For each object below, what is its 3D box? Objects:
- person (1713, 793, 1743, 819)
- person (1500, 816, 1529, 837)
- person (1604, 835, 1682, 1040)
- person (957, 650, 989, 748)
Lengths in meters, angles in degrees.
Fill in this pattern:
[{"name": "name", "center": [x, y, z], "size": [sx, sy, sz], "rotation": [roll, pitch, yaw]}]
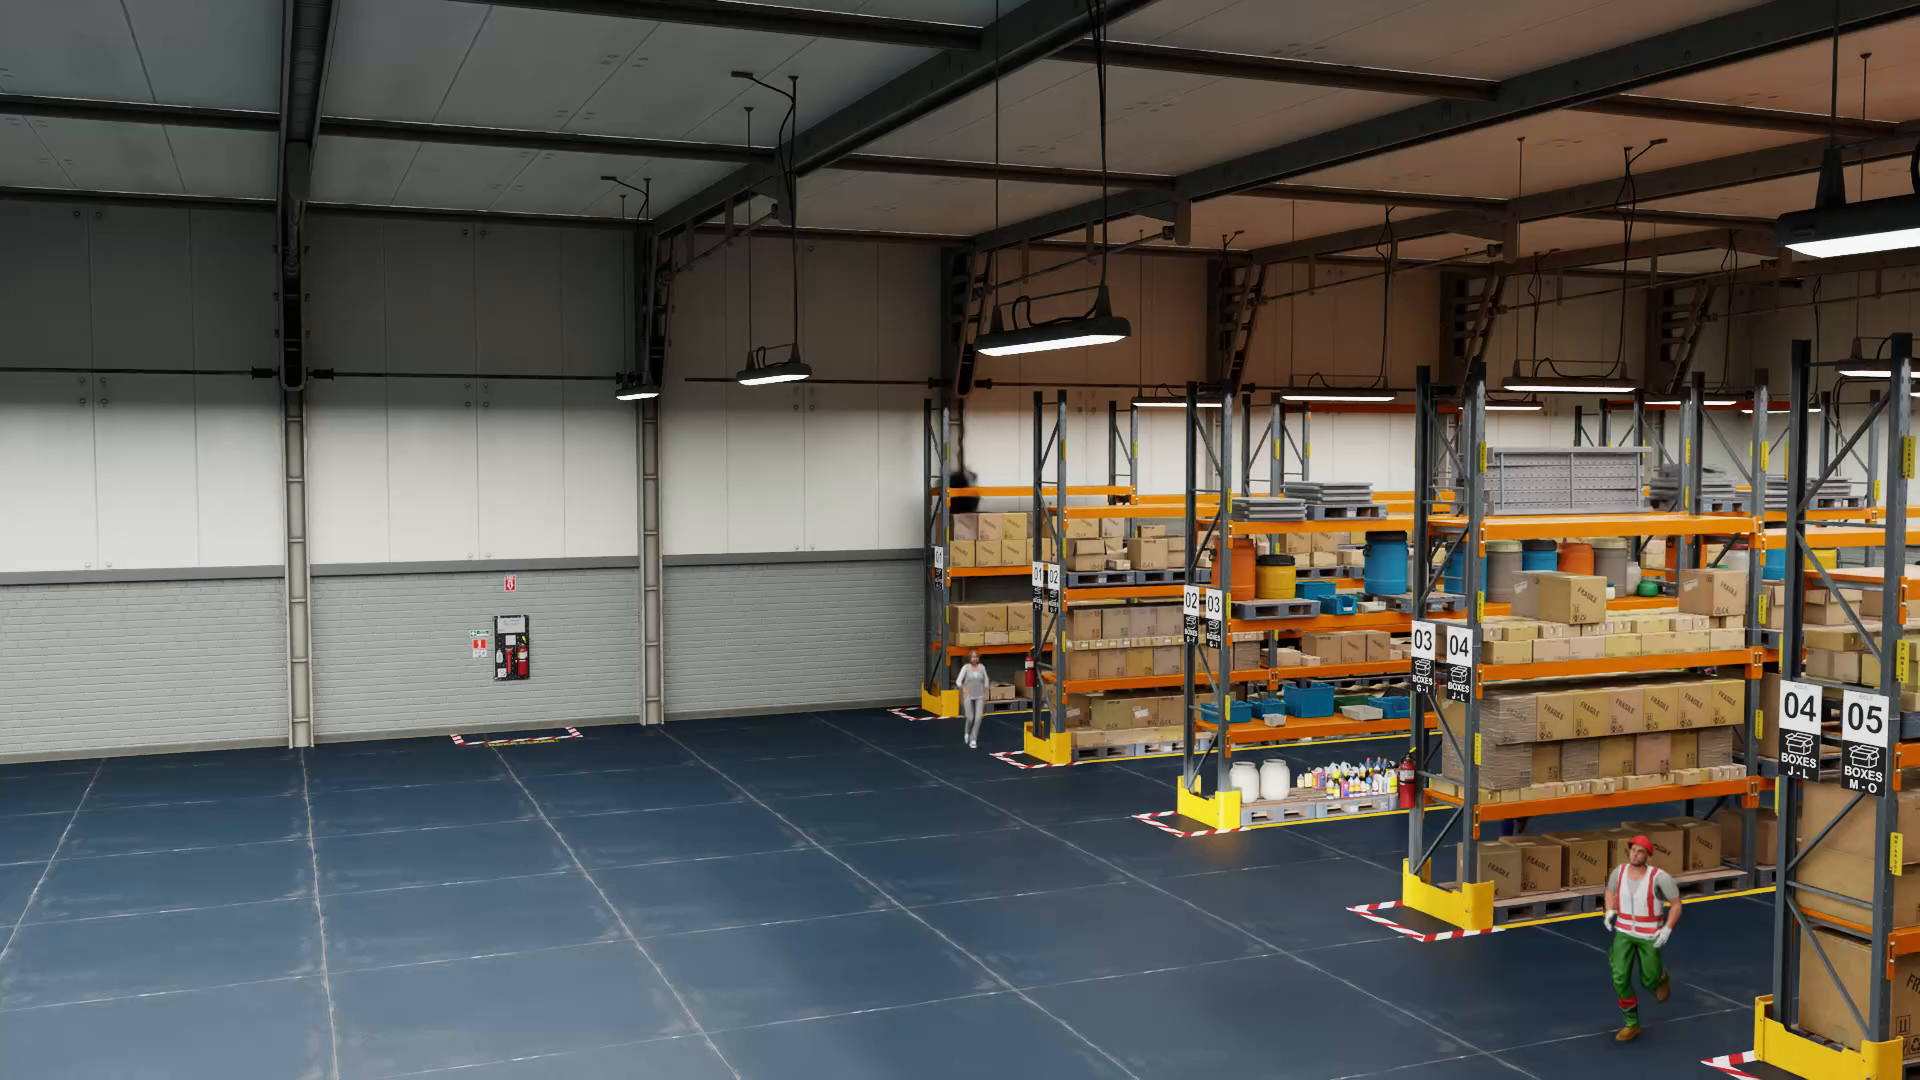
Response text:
[{"name": "person", "center": [10.533, 2.950, 22.799], "size": [0.683, 1.798, 0.674], "rotation": [-2, 4, -34]}, {"name": "person", "center": [7.093, 3.126, 21.219], "size": [0.651, 1.620, 0.627], "rotation": [-2, 4, -30]}, {"name": "person", "center": [5.966, 3.449, 14.587], "size": [0.675, 1.743, 0.772], "rotation": [3, 4, 40]}, {"name": "person", "center": [0.224, 2.534, 26.572], "size": [0.534, 1.553, 0.457], "rotation": [-1, 3, -12]}]
